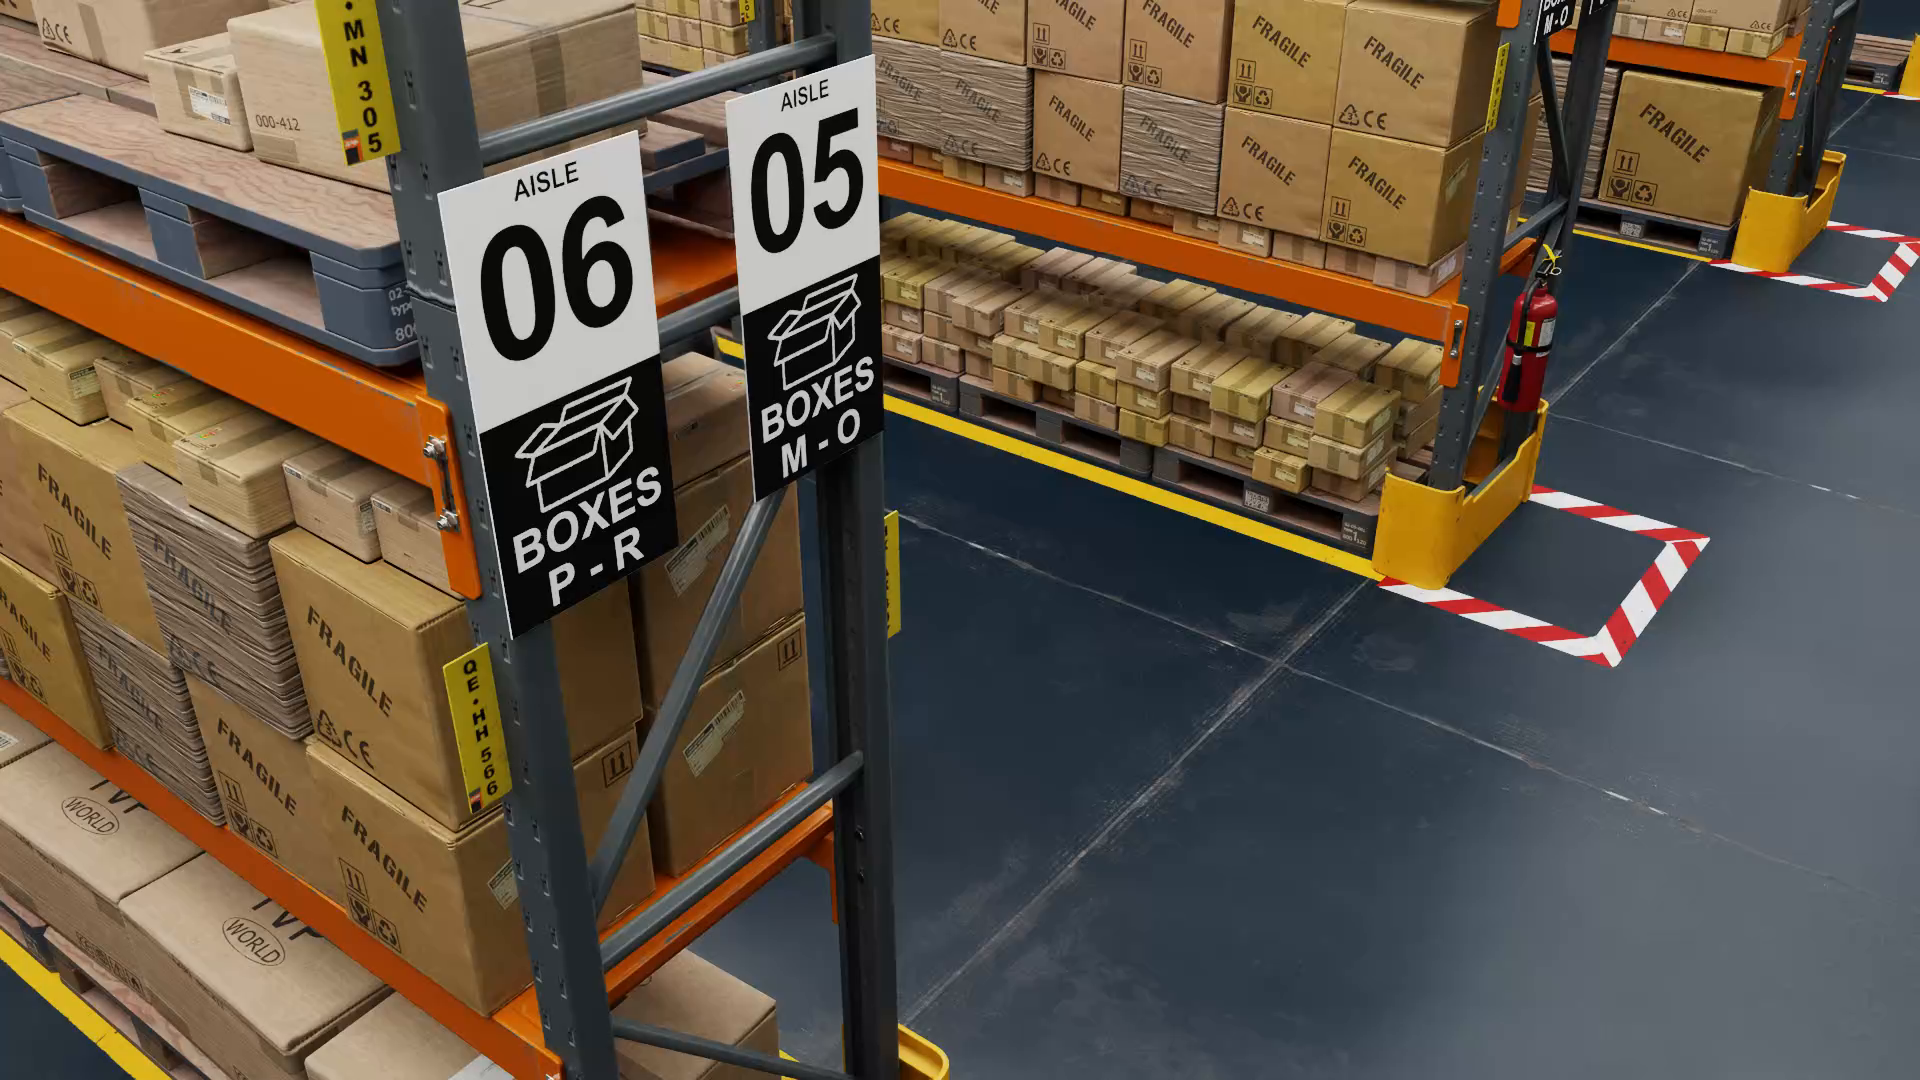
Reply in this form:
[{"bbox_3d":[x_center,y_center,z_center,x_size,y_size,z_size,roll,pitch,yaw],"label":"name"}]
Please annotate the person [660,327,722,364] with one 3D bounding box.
[{"bbox_3d":[-1.102,-0.272,6.617,0.552,1.690,0.951,-23,38,-33],"label":"person"}]
